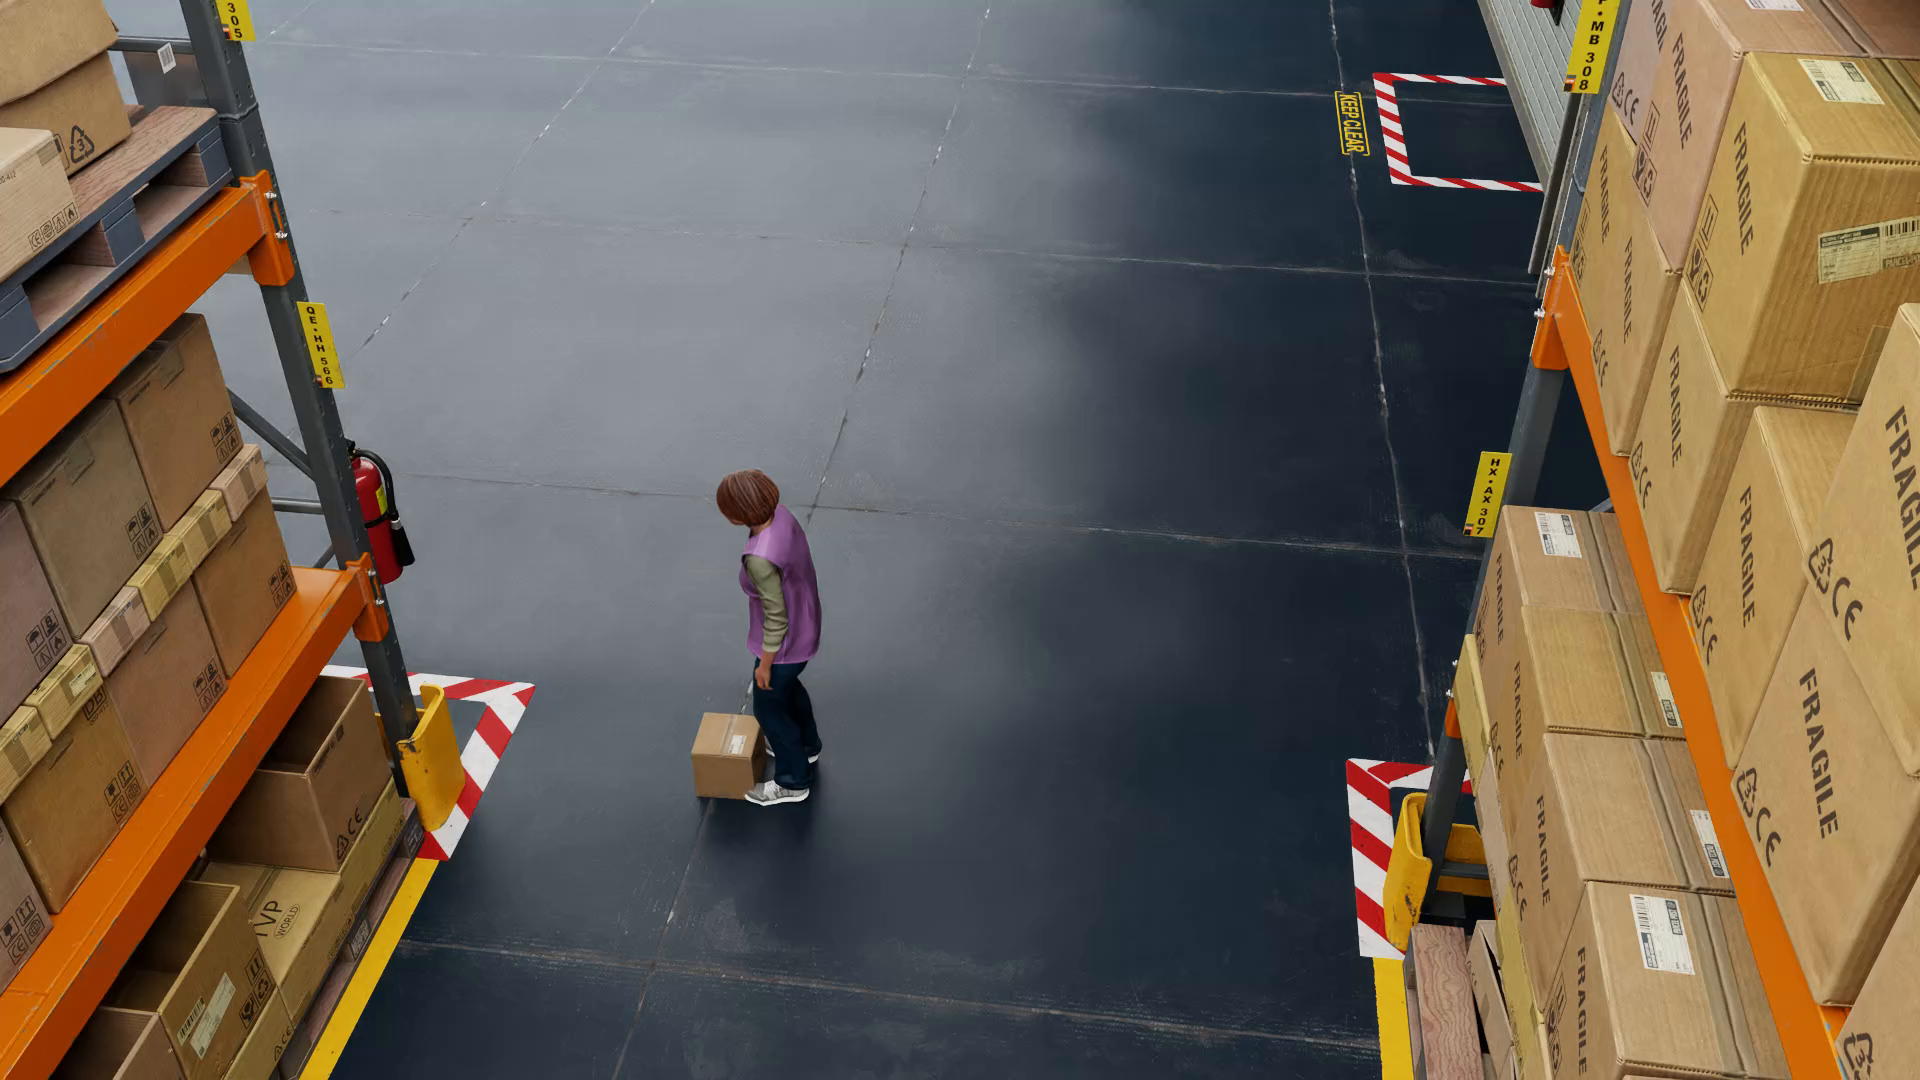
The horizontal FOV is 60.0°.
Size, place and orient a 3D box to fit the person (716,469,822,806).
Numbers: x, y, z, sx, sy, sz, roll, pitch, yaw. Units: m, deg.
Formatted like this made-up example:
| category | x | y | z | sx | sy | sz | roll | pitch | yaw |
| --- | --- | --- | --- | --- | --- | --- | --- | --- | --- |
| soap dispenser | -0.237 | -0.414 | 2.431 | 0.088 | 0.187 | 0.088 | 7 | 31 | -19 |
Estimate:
| category | x | y | z | sx | sy | sz | roll | pitch | yaw |
| --- | --- | --- | --- | --- | --- | --- | --- | --- | --- |
| person | -0.717 | 0.380 | 6.535 | 0.348 | 1.592 | 0.479 | 2 | 37 | 3 |
